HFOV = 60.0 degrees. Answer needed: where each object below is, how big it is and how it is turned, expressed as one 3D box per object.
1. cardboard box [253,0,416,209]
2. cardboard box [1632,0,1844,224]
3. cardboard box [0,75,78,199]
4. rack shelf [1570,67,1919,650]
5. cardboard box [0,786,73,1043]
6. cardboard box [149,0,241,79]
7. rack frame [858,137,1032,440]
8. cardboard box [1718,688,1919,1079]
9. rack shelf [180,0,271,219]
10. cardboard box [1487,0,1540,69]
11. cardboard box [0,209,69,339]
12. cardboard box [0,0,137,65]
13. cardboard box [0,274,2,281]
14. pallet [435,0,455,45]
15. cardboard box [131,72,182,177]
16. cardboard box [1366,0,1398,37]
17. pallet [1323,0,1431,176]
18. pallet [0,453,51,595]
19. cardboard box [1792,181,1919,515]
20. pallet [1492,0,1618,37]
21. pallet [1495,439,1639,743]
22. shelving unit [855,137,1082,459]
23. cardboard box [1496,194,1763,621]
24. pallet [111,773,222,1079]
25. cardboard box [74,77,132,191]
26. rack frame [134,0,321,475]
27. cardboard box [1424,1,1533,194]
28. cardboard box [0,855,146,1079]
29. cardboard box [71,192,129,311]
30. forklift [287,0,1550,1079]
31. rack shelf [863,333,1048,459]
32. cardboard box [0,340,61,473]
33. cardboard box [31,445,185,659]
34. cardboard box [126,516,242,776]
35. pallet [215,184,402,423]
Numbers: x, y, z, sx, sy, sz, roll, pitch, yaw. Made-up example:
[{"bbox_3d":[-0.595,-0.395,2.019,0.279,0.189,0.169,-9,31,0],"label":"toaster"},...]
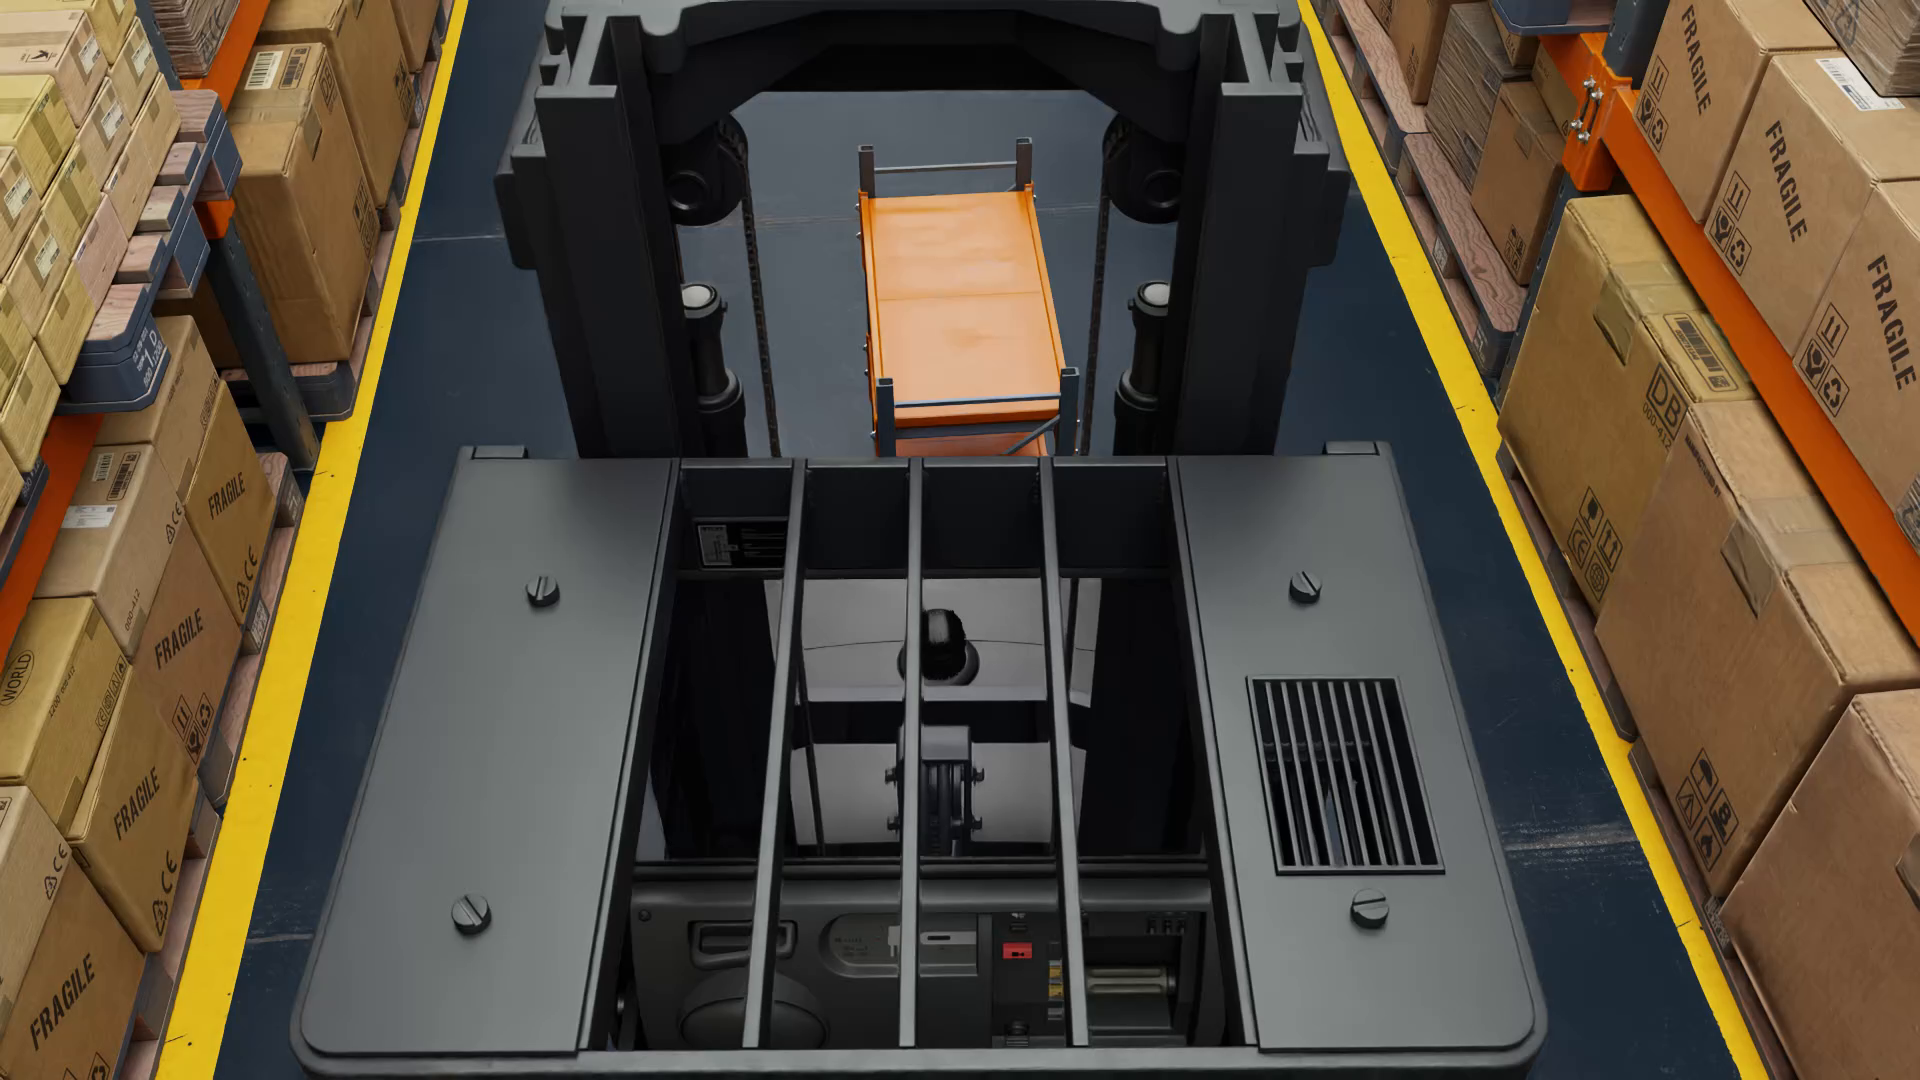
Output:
[{"bbox_3d":[-2.660,-1.714,6.068,1.050,0.750,0.750,-3,47,-3],"label":"cardboard box"},{"bbox_3d":[2.099,-1.160,4.214,0.500,0.500,0.500,-2,47,-2],"label":"cardboard box"},{"bbox_3d":[-2.083,-0.830,3.444,0.380,0.149,0.250,-2,47,-2],"label":"cardboard box"},{"bbox_3d":[2.497,0.201,3.489,1.077,0.370,4.000,-3,47,-3],"label":"rack shelf"},{"bbox_3d":[-2.171,0.781,3.360,0.500,0.250,0.500,-2,47,-2],"label":"cardboard box"},{"bbox_3d":[-2.390,-1.641,4.669,0.500,0.500,0.500,-3,47,-3],"label":"cardboard box"},{"bbox_3d":[-0.042,-0.750,5.185,0.500,1.125,0.032,-3,47,-3],"label":"rack frame"},{"bbox_3d":[2.515,0.878,3.526,1.225,0.875,0.875,-5,47,-5],"label":"cardboard box"},{"bbox_3d":[-2.789,-2.465,6.014,1.077,0.370,4.000,-3,47,-3],"label":"rack shelf"},{"bbox_3d":[2.189,-1.909,5.894,0.500,0.250,0.500,1,47,1],"label":"cardboard box"},{"bbox_3d":[-2.058,-0.531,3.366,0.380,0.149,0.250,-3,47,-3],"label":"cardboard box"},{"bbox_3d":[-2.124,-1.201,3.796,0.380,0.149,0.250,-5,47,-5],"label":"cardboard box"},{"bbox_3d":[-2.043,-0.462,3.096,0.380,0.149,0.250,-3,47,-3],"label":"cardboard box"},{"bbox_3d":[-2.817,-2.647,7.611,1.003,0.211,1.213,-3,47,-3],"label":"pallet"},{"bbox_3d":[-2.122,-0.994,4.009,0.380,0.149,0.250,-3,47,-3],"label":"cardboard box"},{"bbox_3d":[2.093,-2.483,6.954,0.700,0.500,0.500,-7,47,-7],"label":"cardboard box"},{"bbox_3d":[2.166,-1.981,6.981,1.003,0.211,1.213,-3,47,-3],"label":"pallet"},{"bbox_3d":[-2.415,0.231,3.098,1.003,0.211,1.213,-3,47,-3],"label":"pallet"},{"bbox_3d":[2.191,-0.416,3.509,0.500,0.500,0.500,-4,47,-4],"label":"cardboard box"},{"bbox_3d":[2.164,-1.937,5.150,1.213,0.211,1.003,-3,47,-3],"label":"pallet"},{"bbox_3d":[2.320,0.040,5.066,1.003,0.211,1.213,-3,47,-3],"label":"pallet"},{"bbox_3d":[0.001,-0.382,4.837,0.538,1.125,1.048,-3,47,-3],"label":"shelving unit"},{"bbox_3d":[2.366,-0.407,4.743,1.225,0.875,0.875,-5,47,-5],"label":"cardboard box"},{"bbox_3d":[-2.459,1.140,4.025,1.003,0.211,1.213,-3,47,-3],"label":"pallet"},{"bbox_3d":[-2.103,-0.903,3.718,0.380,0.149,0.250,-2,47,-2],"label":"cardboard box"},{"bbox_3d":[-2.622,-1.265,4.382,1.000,3.000,0.127,-3,47,-3],"label":"rack frame"},{"bbox_3d":[2.194,-1.669,6.184,0.700,0.500,0.500,-7,47,-7],"label":"cardboard box"},{"bbox_3d":[-2.188,1.032,3.639,0.500,0.500,0.500,-3,47,-3],"label":"cardboard box"},{"bbox_3d":[-2.081,-0.628,3.663,0.380,0.149,0.250,-3,47,-3],"label":"cardboard box"},{"bbox_3d":[-0.037,0.816,2.459,1.130,2.935,3.031,0,47,0],"label":"forklift"},{"bbox_3d":[0.001,-0.214,5.015,0.538,0.278,1.000,-3,47,-3],"label":"rack shelf"},{"bbox_3d":[-2.040,-0.253,3.308,0.380,0.149,0.250,-5,47,-5],"label":"cardboard box"},{"bbox_3d":[-2.250,0.036,4.066,0.500,0.250,0.500,-3,47,-3],"label":"cardboard box"},{"bbox_3d":[-2.266,0.286,4.345,0.500,0.500,0.500,-2,47,-2],"label":"cardboard box"},{"bbox_3d":[-2.613,-0.881,5.939,1.003,0.211,1.213,-3,47,-3],"label":"pallet"}]
